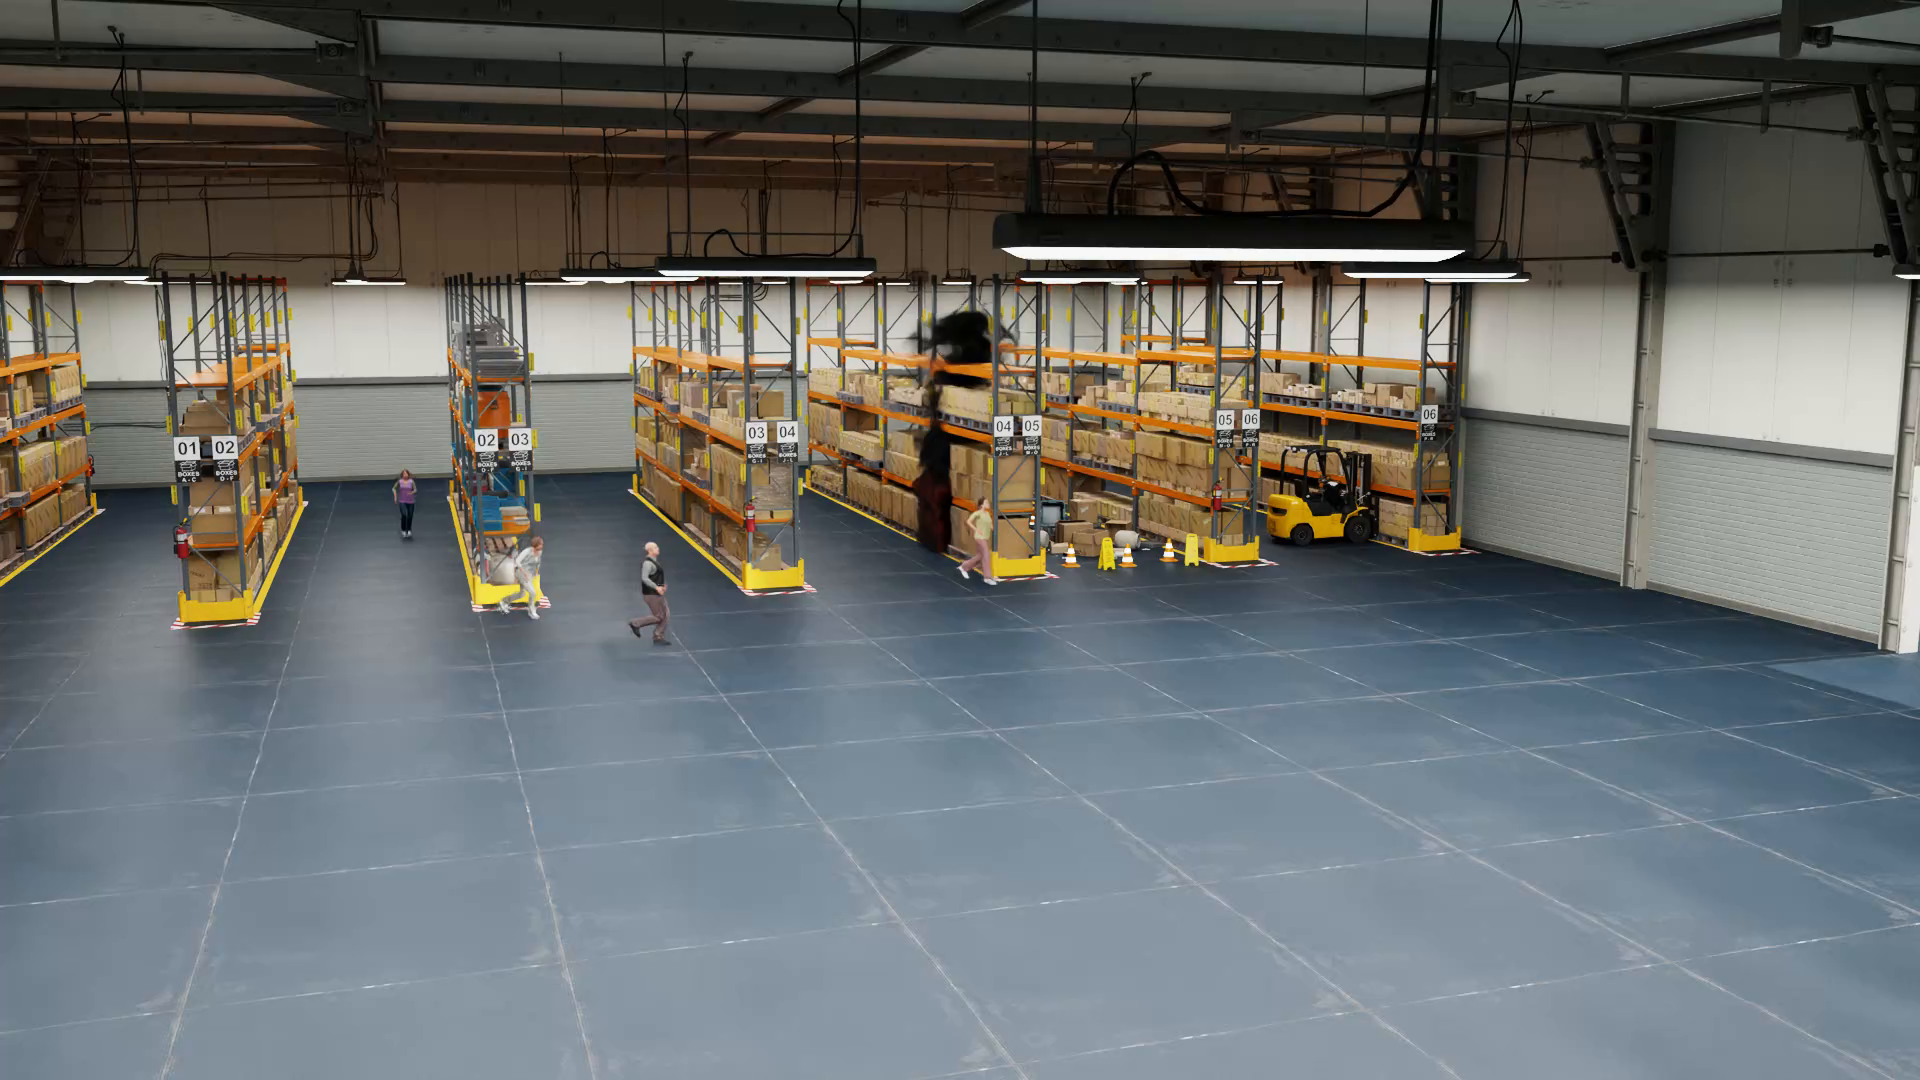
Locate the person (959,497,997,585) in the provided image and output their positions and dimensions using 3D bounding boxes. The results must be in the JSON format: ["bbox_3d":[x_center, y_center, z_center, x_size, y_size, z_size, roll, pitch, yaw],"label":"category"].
[{"bbox_3d":[0.415,-0.005,32.511,0.883,1.672,0.592,5,10,30],"label":"person"}]

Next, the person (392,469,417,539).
[{"bbox_3d":[-12.760,-0.835,38.302,0.510,1.607,0.676,-4,10,-26],"label":"person"}]

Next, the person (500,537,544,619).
[{"bbox_3d":[-7.651,0.652,29.067,0.938,1.476,0.514,4,10,26],"label":"person"}]

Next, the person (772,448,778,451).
[{"bbox_3d":[-5.047,-2.098,46.263,0.732,1.725,0.672,-2,9,-13],"label":"person"}]

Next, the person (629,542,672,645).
[{"bbox_3d":[-5.008,0.871,26.848,0.674,1.690,0.647,0,9,-2],"label":"person"}]
